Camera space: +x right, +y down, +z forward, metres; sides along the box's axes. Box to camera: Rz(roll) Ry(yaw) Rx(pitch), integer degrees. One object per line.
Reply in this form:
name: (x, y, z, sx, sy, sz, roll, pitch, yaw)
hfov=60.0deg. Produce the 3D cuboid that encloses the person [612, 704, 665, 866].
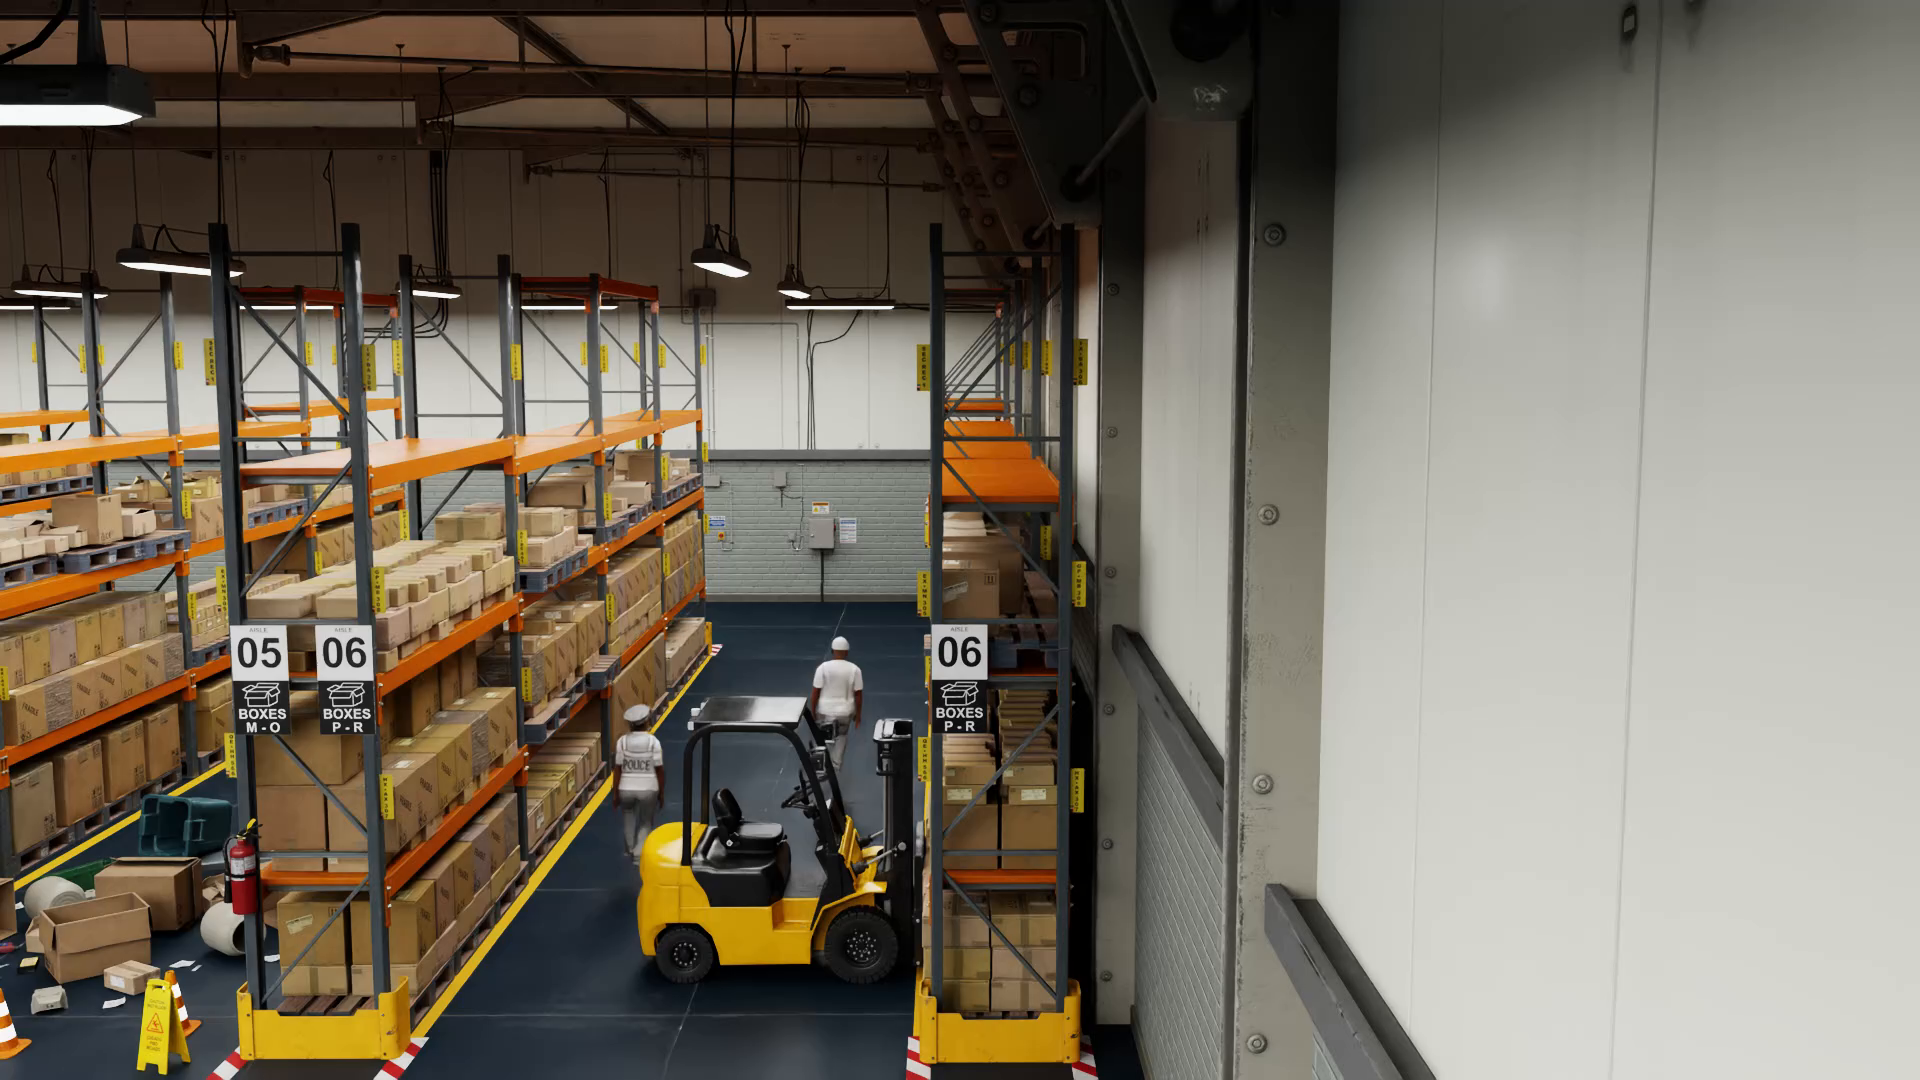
person: (-3.061, 2.338, 15.860, 0.489, 1.540, 0.695, 0, 7, -3)

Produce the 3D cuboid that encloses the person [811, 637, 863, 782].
person: (-1.420, 1.940, 19.076, 0.617, 1.667, 0.583, -1, 7, -7)
